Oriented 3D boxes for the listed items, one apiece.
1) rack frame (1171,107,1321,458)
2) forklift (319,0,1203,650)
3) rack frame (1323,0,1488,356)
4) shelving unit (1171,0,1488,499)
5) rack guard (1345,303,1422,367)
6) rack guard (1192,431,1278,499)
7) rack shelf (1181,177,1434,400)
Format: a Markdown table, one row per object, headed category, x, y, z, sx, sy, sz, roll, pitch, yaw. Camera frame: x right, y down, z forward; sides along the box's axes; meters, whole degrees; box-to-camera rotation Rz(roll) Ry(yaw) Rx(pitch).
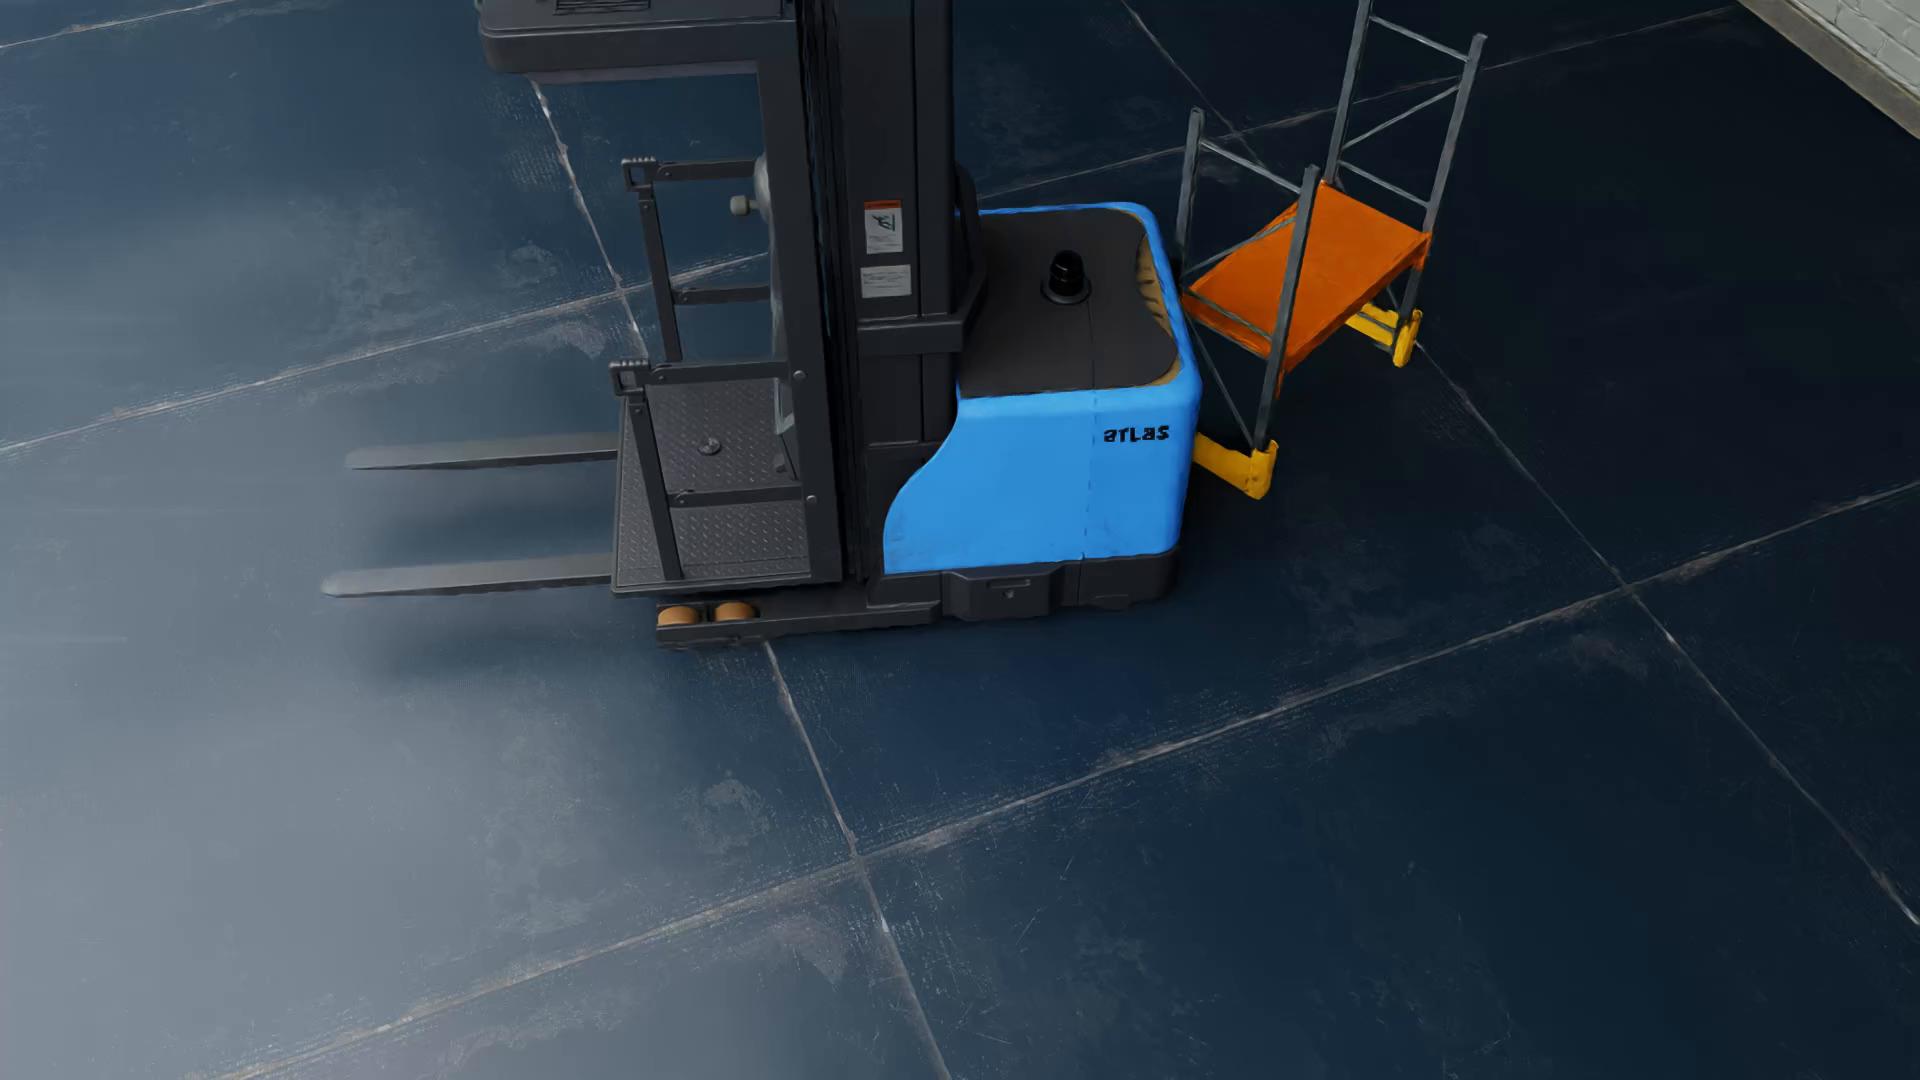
| category | x | y | z | sx | sy | sz | roll | pitch | yaw |
| --- | --- | --- | --- | --- | --- | --- | --- | --- | --- |
| rack frame | 0.955 | -0.811 | 5.957 | 0.500 | 1.500 | 0.032 | 35 | 58 | 26 |
| forklift | -0.760 | -0.988 | 5.167 | 3.031 | 2.935 | 1.130 | -4 | 49 | -4 |
| rack frame | 1.641 | -1.380 | 6.446 | 0.500 | 1.500 | 0.032 | 35 | 58 | 26 |
| shelving unit | 1.292 | -1.090 | 6.197 | 0.587 | 1.500 | 1.083 | 35 | 58 | 26 |
| rack guard | 1.628 | -0.962 | 6.911 | 0.587 | 0.250 | 0.087 | 35 | 58 | 26 |
| rack guard | 0.956 | -0.404 | 6.432 | 0.587 | 0.250 | 0.087 | 35 | 58 | 26 |
| rack shelf | 1.298 | -0.978 | 6.338 | 0.538 | 0.185 | 1.000 | 35 | 58 | 26 |
